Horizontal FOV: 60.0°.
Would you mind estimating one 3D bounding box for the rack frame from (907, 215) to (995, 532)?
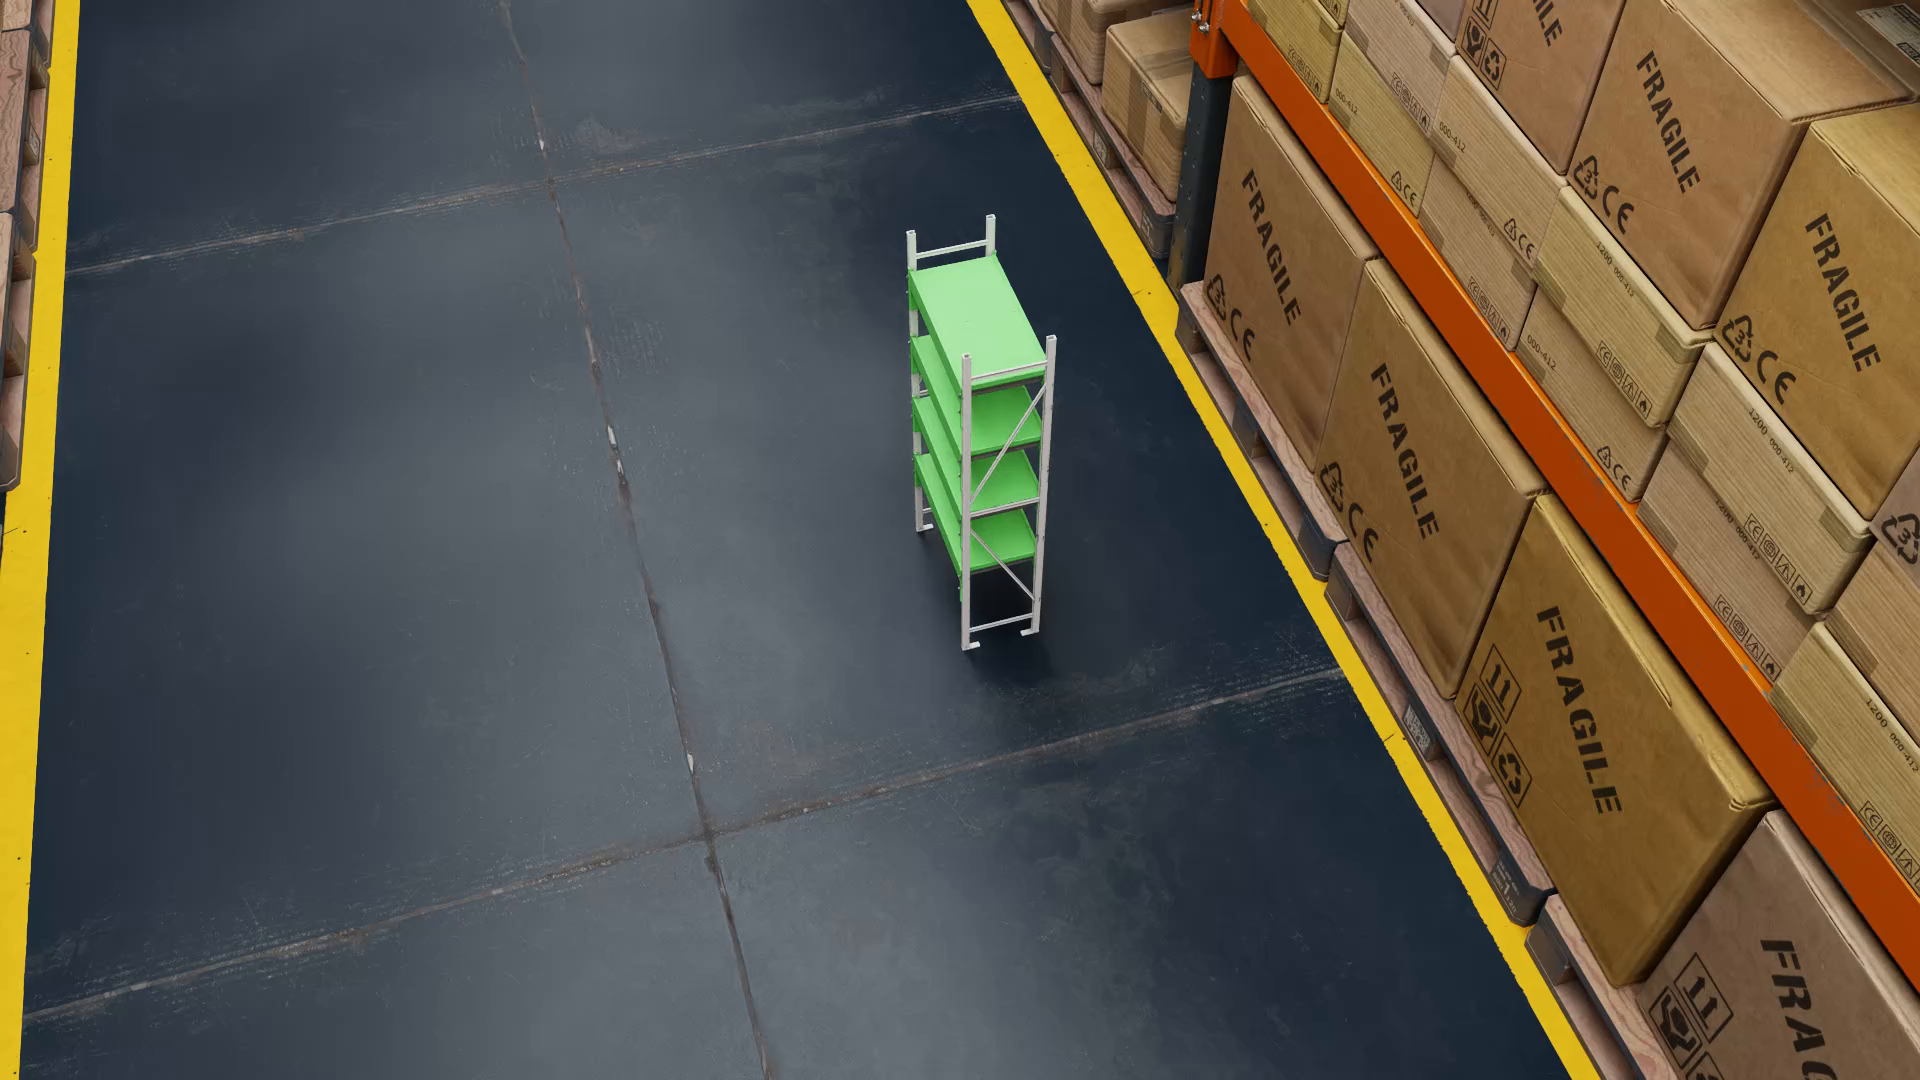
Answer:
[{"bbox_3d":[-0.023,-0.444,4.840,0.240,1.200,0.015,-13,51,-11],"label":"rack frame"}]

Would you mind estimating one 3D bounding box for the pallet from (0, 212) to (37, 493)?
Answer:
[{"bbox_3d":[-3.703,-0.559,5.583,1.003,0.211,1.213,-13,51,-11],"label":"pallet"}]

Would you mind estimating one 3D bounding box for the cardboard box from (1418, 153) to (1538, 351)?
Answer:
[{"bbox_3d":[1.466,-0.754,4.022,0.500,0.250,0.500,-12,51,-10],"label":"cardboard box"}]

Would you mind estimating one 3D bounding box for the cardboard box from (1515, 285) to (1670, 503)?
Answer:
[{"bbox_3d":[1.615,-0.395,3.719,0.500,0.250,0.500,-13,51,-11],"label":"cardboard box"}]

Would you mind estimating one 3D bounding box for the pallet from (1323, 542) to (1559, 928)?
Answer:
[{"bbox_3d":[1.762,0.409,4.767,1.003,0.211,1.213,-13,51,-11],"label":"pallet"}]

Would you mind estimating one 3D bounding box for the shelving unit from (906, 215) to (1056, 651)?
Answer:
[{"bbox_3d":[0.049,-0.266,4.689,0.258,1.200,0.503,-13,51,-11],"label":"shelving unit"}]

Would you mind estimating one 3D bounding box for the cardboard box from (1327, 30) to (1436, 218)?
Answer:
[{"bbox_3d":[1.317,-1.139,4.346,0.500,0.250,0.500,-15,51,-12],"label":"cardboard box"}]

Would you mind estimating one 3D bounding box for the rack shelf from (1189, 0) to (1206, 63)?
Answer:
[{"bbox_3d":[0.652,-3.201,6.457,1.077,0.370,4.000,-13,51,-11],"label":"rack shelf"}]

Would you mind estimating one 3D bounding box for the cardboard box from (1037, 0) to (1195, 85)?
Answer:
[{"bbox_3d":[0.860,-2.213,6.598,0.950,0.372,0.625,-14,51,-12],"label":"cardboard box"}]

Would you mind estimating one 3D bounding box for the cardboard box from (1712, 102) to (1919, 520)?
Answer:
[{"bbox_3d":[1.763,-0.426,2.928,0.500,0.500,0.500,-12,51,-10],"label":"cardboard box"}]

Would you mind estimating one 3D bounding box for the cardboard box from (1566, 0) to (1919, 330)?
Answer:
[{"bbox_3d":[1.596,-0.801,3.244,0.500,0.500,0.500,-13,51,-10],"label":"cardboard box"}]

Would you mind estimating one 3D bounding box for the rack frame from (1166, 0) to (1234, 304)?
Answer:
[{"bbox_3d":[1.243,-1.972,4.951,1.000,3.000,0.127,-13,51,-11],"label":"rack frame"}]

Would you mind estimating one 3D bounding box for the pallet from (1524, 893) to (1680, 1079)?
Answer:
[{"bbox_3d":[2.126,1.301,4.015,1.003,0.211,1.213,-13,51,-11],"label":"pallet"}]

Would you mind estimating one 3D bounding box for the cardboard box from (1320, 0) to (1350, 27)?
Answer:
[{"bbox_3d":[1.157,-1.659,4.458,0.500,0.250,0.500,-14,51,-11],"label":"cardboard box"}]

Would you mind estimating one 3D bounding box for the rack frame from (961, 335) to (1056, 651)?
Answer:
[{"bbox_3d":[0.121,-0.088,4.539,0.240,1.200,0.015,-13,51,-11],"label":"rack frame"}]

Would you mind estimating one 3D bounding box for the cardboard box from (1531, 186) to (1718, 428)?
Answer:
[{"bbox_3d":[1.582,-0.541,3.515,0.500,0.250,0.500,-13,51,-10],"label":"cardboard box"}]

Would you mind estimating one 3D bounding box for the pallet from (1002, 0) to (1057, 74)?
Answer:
[{"bbox_3d":[0.657,-2.534,7.248,1.003,0.211,1.213,-13,51,-11],"label":"pallet"}]

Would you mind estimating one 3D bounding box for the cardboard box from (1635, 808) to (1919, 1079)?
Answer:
[{"bbox_3d":[2.167,1.064,3.506,0.875,0.875,0.875,-12,51,-10],"label":"cardboard box"}]

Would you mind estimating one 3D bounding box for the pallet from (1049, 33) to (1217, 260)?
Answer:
[{"bbox_3d":[1.014,-1.645,6.498,1.003,0.211,1.213,-13,51,-11],"label":"pallet"}]

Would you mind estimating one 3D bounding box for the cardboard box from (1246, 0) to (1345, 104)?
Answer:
[{"bbox_3d":[1.148,-1.510,4.659,0.500,0.250,0.500,-14,51,-12],"label":"cardboard box"}]

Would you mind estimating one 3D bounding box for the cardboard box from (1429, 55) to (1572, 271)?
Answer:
[{"bbox_3d":[1.445,-0.915,3.830,0.500,0.250,0.500,-13,51,-11],"label":"cardboard box"}]

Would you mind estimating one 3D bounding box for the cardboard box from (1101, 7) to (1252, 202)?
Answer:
[{"bbox_3d":[1.086,-1.676,6.145,0.950,0.372,0.625,-16,52,-13],"label":"cardboard box"}]

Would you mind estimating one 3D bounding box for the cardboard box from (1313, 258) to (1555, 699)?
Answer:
[{"bbox_3d":[1.628,-0.247,4.612,0.875,0.875,0.875,-13,51,-11],"label":"cardboard box"}]

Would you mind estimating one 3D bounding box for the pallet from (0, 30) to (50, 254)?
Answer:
[{"bbox_3d":[-4.060,-1.448,6.333,1.003,0.211,1.213,-13,51,-11],"label":"pallet"}]

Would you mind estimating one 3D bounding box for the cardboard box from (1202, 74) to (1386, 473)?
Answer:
[{"bbox_3d":[1.368,-0.900,5.162,0.875,0.875,0.875,-14,51,-11],"label":"cardboard box"}]

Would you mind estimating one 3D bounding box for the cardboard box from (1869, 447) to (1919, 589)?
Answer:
[{"bbox_3d":[1.894,-0.051,2.612,0.500,0.500,0.500,-12,51,-10],"label":"cardboard box"}]

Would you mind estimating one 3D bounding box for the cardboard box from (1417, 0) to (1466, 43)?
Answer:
[{"bbox_3d":[1.312,-1.551,3.876,0.500,0.500,0.500,-13,51,-11],"label":"cardboard box"}]

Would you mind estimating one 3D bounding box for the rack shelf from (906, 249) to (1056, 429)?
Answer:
[{"bbox_3d":[0.049,-0.534,4.371,0.258,0.148,0.480,-13,51,-11],"label":"rack shelf"}]

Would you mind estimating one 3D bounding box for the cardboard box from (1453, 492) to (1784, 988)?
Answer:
[{"bbox_3d":[1.892,0.406,4.061,0.875,0.875,0.875,-12,51,-10],"label":"cardboard box"}]

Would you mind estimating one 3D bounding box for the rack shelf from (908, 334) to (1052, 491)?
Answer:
[{"bbox_3d":[0.049,-0.379,4.555,0.258,0.148,0.480,-13,51,-11],"label":"rack shelf"}]

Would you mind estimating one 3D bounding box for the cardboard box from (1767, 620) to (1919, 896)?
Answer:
[{"bbox_3d":[1.903,0.355,3.087,0.500,0.250,0.500,-14,51,-11],"label":"cardboard box"}]

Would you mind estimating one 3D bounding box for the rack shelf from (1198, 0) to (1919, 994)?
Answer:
[{"bbox_3d":[1.835,-0.280,3.994,1.077,0.370,4.000,-13,51,-11],"label":"rack shelf"}]

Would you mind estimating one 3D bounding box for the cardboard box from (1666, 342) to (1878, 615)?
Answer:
[{"bbox_3d":[1.750,-0.171,3.203,0.500,0.250,0.500,-12,51,-10],"label":"cardboard box"}]

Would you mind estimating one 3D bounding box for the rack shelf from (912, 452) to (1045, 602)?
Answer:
[{"bbox_3d":[0.049,-0.070,4.922,0.258,0.148,0.480,-13,51,-11],"label":"rack shelf"}]

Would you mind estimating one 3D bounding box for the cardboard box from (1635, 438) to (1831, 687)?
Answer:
[{"bbox_3d":[1.772,-0.018,3.402,0.500,0.250,0.500,-15,51,-12],"label":"cardboard box"}]

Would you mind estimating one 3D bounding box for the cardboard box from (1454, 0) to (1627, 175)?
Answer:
[{"bbox_3d":[1.450,-1.170,3.555,0.500,0.500,0.500,-12,51,-10],"label":"cardboard box"}]

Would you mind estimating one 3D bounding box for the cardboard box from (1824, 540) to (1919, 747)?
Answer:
[{"bbox_3d":[1.909,0.206,2.886,0.500,0.250,0.500,-12,51,-10],"label":"cardboard box"}]

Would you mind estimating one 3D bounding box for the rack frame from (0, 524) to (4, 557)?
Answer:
[{"bbox_3d":[-3.497,-0.847,4.002,1.000,3.000,0.127,-13,51,-11],"label":"rack frame"}]

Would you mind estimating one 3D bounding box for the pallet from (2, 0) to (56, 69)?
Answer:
[{"bbox_3d":[-4.425,-2.341,7.085,1.003,0.211,1.213,-13,51,-11],"label":"pallet"}]

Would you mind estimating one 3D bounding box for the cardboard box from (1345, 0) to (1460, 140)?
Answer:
[{"bbox_3d":[1.309,-1.281,4.140,0.500,0.250,0.500,-12,51,-10],"label":"cardboard box"}]

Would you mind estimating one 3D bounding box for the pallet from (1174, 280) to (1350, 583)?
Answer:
[{"bbox_3d":[1.405,-0.481,5.517,1.003,0.211,1.213,-13,51,-11],"label":"pallet"}]

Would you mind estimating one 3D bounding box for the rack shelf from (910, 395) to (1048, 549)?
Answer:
[{"bbox_3d":[0.049,-0.225,4.738,0.258,0.148,0.480,-13,51,-11],"label":"rack shelf"}]
